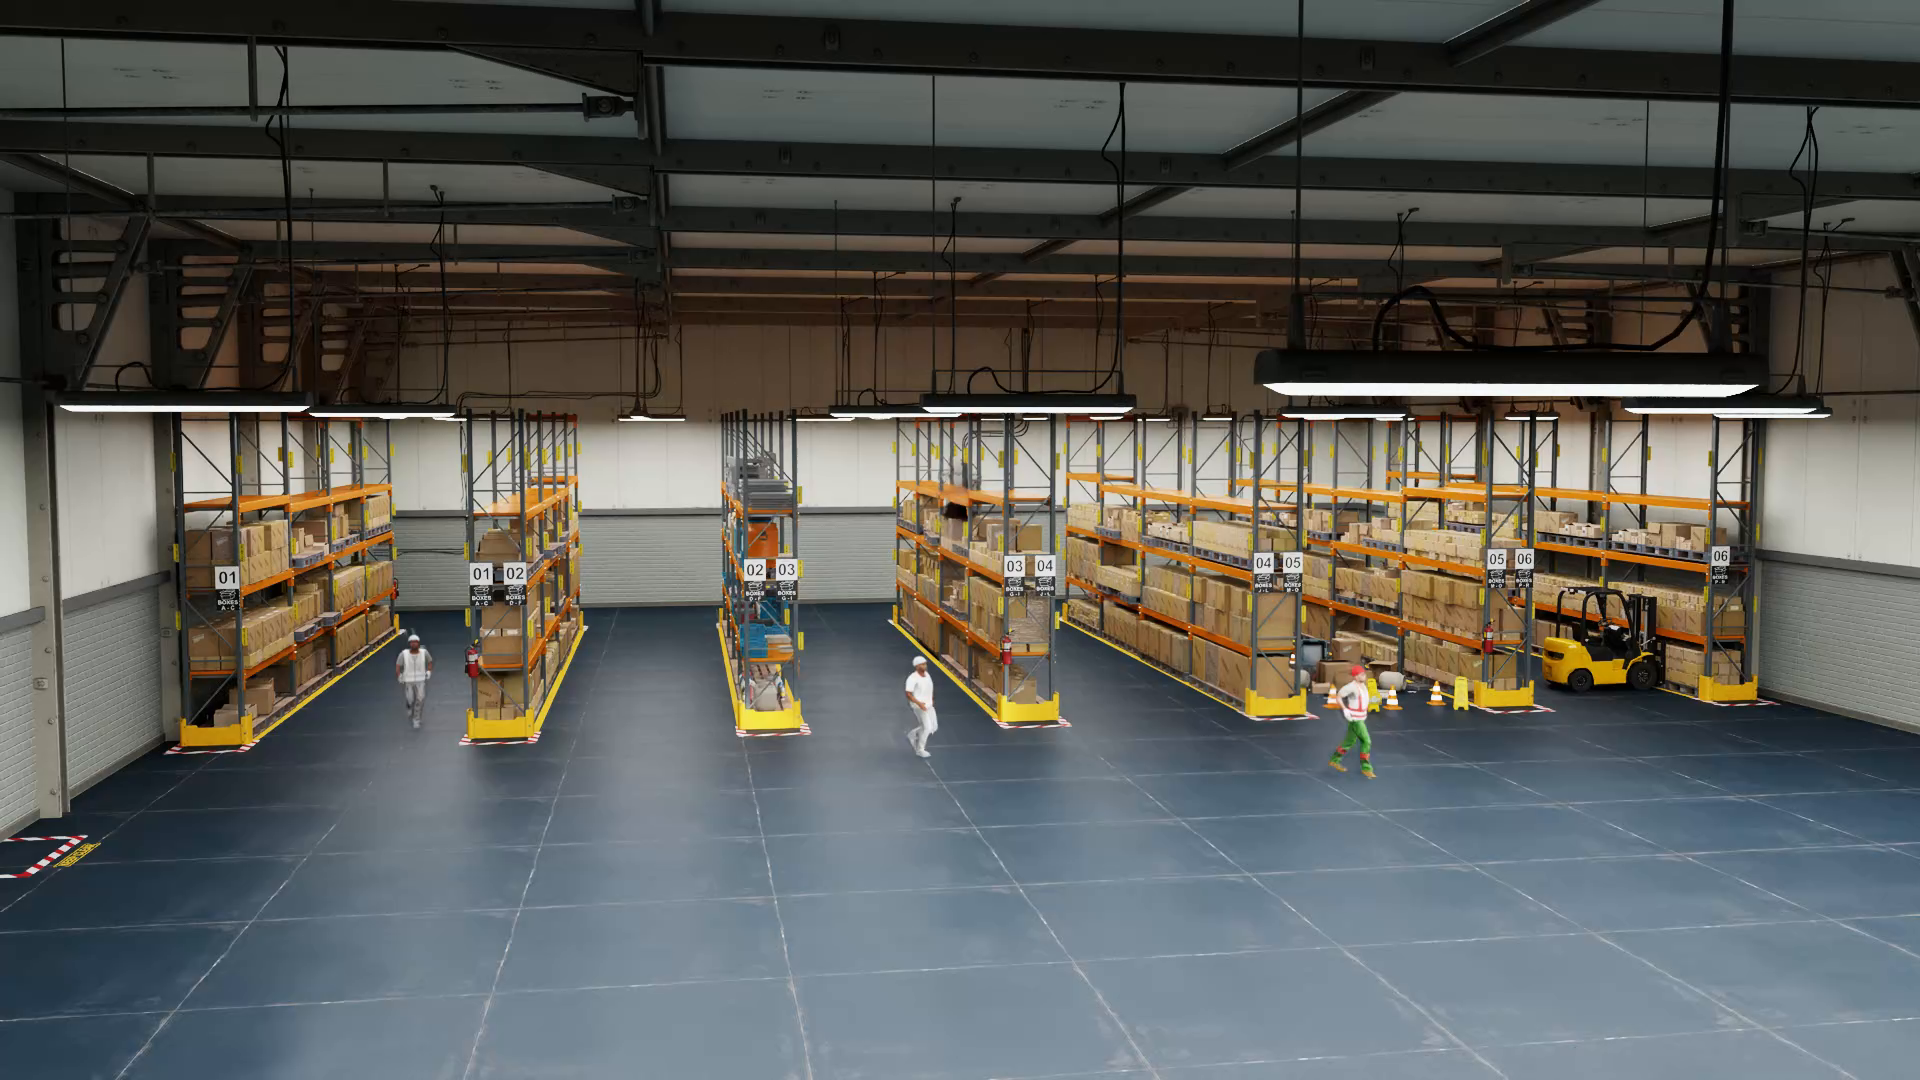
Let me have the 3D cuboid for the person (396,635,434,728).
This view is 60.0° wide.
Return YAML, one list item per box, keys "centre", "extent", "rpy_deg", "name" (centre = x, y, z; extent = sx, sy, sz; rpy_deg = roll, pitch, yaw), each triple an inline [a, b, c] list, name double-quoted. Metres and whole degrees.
- centre: [-10.320, 2.666, 31.511]
  extent: [0.693, 1.744, 0.716]
  rpy_deg: [-2, 4, -21]
  name: "person"

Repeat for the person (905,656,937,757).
- centre: [-0.685, 2.863, 28.714]
  extent: [0.546, 1.729, 0.698]
  rpy_deg: [2, 5, 28]
  name: "person"

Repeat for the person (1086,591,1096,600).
- centre: [4.071, 1.433, 49.960]
  extent: [0.531, 1.614, 0.585]
  rpy_deg: [-1, 4, -15]
  name: "person"

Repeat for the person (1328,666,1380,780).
- centre: [6.422, 2.946, 27.026]
  extent: [0.845, 1.839, 0.623]
  rpy_deg: [2, 5, 28]
  name: "person"
